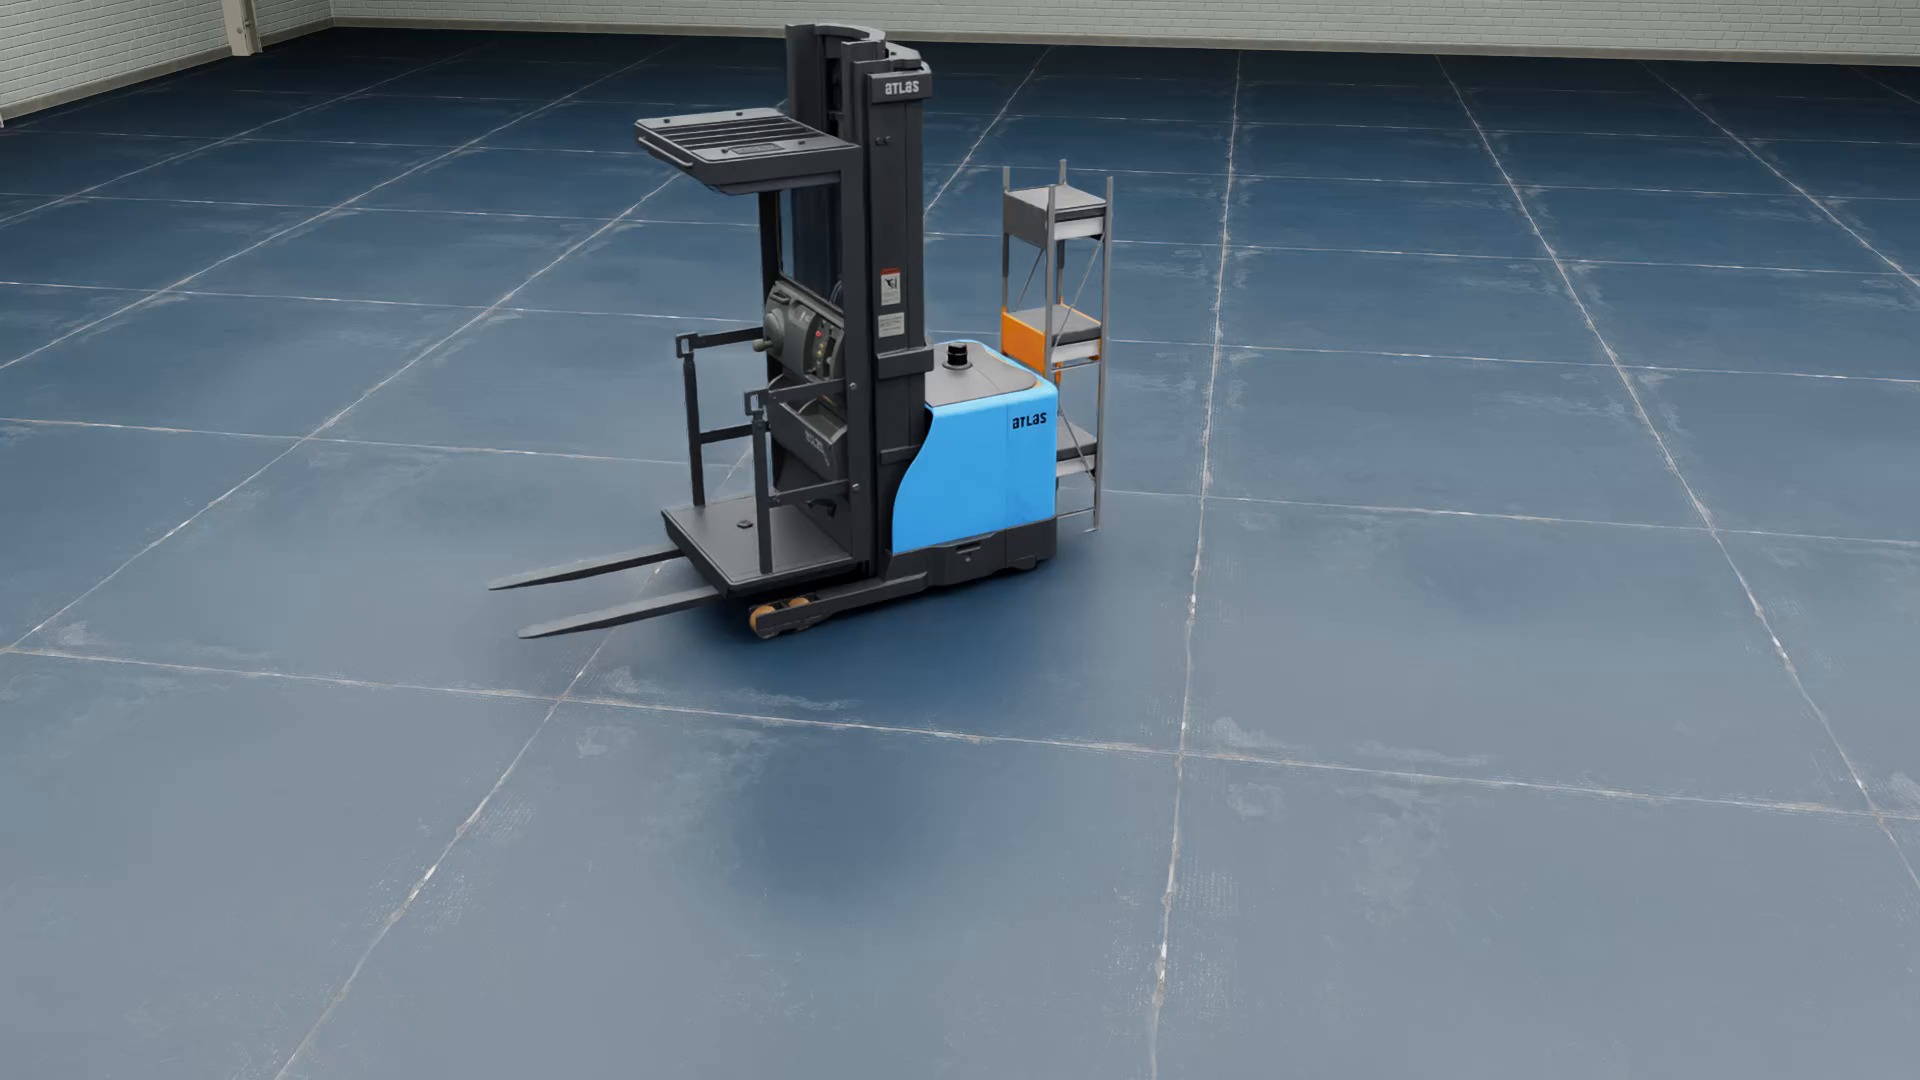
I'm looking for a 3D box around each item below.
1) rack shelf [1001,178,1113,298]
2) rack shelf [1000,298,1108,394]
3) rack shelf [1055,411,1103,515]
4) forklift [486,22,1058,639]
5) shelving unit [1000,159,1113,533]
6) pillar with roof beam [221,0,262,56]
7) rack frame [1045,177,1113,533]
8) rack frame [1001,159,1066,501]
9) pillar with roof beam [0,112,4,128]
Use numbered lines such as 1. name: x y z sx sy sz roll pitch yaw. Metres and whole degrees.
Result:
1. rack shelf: 0.534 -1.686 9.257 0.431 0.518 0.480 -13 28 -25
2. rack shelf: 0.534 -1.052 9.554 0.431 0.518 0.480 -13 28 -25
3. rack shelf: 0.534 -0.419 9.851 0.431 0.518 0.480 -13 28 -25
4. forklift: -0.996 -1.072 8.582 3.031 2.935 1.130 -13 28 -25
5. shelving unit: 0.534 -1.065 9.548 0.431 2.100 0.503 -13 28 -25
6. pillar with roof beam: -6.904 -11.381 23.450 9.100 9.000 0.400 4 25 9
7. rack frame: 0.650 -0.974 9.354 0.400 2.100 0.015 -13 28 -25
8. rack frame: 0.418 -1.156 9.743 0.400 2.100 0.015 -13 28 -25
9. pillar with roof beam: -7.884 -8.872 18.089 9.100 9.000 0.400 4 25 9
